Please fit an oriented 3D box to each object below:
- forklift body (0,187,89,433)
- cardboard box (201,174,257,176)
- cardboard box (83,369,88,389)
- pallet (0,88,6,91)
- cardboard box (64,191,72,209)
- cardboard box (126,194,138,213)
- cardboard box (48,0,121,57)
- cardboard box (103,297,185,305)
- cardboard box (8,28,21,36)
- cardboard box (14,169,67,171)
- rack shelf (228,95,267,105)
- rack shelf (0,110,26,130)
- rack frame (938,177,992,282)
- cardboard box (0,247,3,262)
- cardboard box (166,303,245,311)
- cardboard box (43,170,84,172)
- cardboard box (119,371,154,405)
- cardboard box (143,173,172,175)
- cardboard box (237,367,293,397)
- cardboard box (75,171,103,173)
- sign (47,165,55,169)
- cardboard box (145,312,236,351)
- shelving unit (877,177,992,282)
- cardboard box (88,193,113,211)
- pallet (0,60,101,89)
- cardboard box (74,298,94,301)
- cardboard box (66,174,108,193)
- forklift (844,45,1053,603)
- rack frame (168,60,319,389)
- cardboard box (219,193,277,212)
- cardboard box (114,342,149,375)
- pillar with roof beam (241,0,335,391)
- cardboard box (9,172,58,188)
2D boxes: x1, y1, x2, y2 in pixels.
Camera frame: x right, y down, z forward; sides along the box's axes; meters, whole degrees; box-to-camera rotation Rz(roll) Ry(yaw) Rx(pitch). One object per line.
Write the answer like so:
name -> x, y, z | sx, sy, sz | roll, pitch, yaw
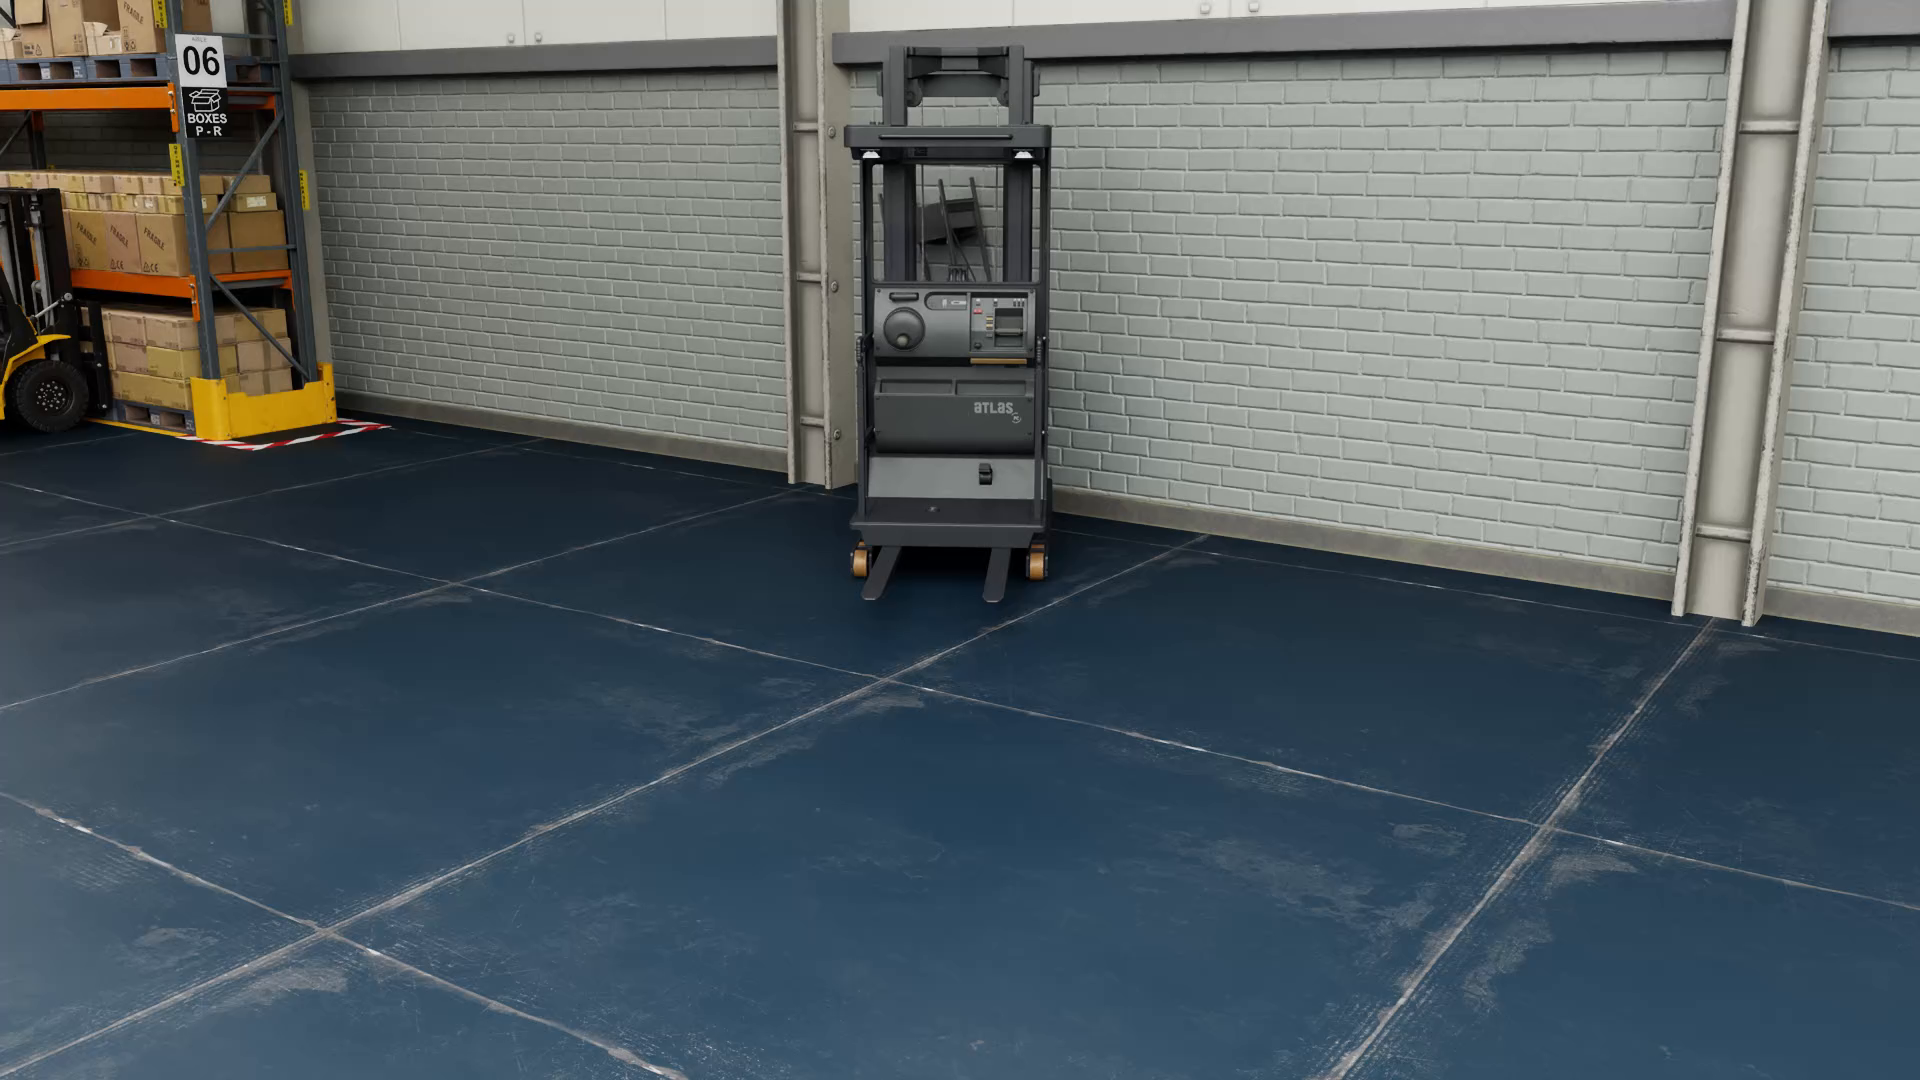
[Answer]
forklift body -> -8.488, -1.883, 13.453 | 1.214, 2.155, 2.313 | 9, 17, 33
cardboard box -> -6.242, -3.048, 14.216 | 0.250, 0.149, 0.380 | 10, 17, 35
cardboard box -> -7.724, -1.476, 14.892 | 0.500, 0.250, 0.500 | 10, 17, 35
pallet -> -9.955, -4.420, 16.090 | 1.217, 0.209, 0.805 | 8, 16, 31
cardboard box -> -7.575, -2.977, 14.548 | 0.250, 0.149, 0.380 | 9, 17, 32
cardboard box -> -6.750, -2.834, 13.970 | 0.250, 0.149, 0.380 | 10, 17, 34
cardboard box -> -7.194, -4.329, 14.037 | 0.500, 0.500, 0.700 | 9, 17, 33
cardboard box -> -7.437, -2.067, 15.196 | 0.500, 0.250, 0.500 | 9, 16, 32
cardboard box -> -8.661, -4.446, 14.901 | 0.500, 0.311, 0.500 | 10, 17, 34
cardboard box -> -8.782, -3.466, 15.905 | 0.250, 0.149, 0.380 | 9, 17, 33
rack shelf -> -7.556, -3.849, 14.585 | 3.687, 0.071, 0.831 | 9, 17, 33
rack shelf -> -10.875, -4.316, 16.770 | 4.000, 0.370, 1.077 | 9, 17, 33
rack frame -> 0.158, -1.310, 10.867 | 0.015, 2.100, 0.400 | -4, 10, 35
cardboard box -> -8.552, -2.811, 15.229 | 0.500, 0.500, 0.500 | 10, 17, 34
cardboard box -> -6.606, -1.927, 14.634 | 0.500, 0.250, 0.500 | 9, 17, 33
cardboard box -> -8.370, -3.391, 15.603 | 0.250, 0.149, 0.380 | 9, 17, 32
cardboard box -> -6.870, -1.342, 14.350 | 0.500, 0.250, 0.500 | 9, 17, 33
cardboard box -> -6.911, -3.141, 14.591 | 0.250, 0.149, 0.380 | 10, 17, 35
cardboard box -> -6.195, -1.378, 14.497 | 0.500, 0.250, 0.500 | 9, 17, 33
cardboard box -> -7.923, -3.331, 15.361 | 0.250, 0.149, 0.380 | 9, 16, 32
sign -> -8.907, -3.510, 16.294 | 0.005, 0.325, 0.100 | 9, 17, 33
cardboard box -> -6.453, -1.758, 13.951 | 0.500, 0.250, 0.500 | 10, 17, 35
shelving unit -> -0.040, -1.295, 11.008 | 0.503, 2.100, 0.431 | -4, 10, 35
cardboard box -> -7.197, -2.896, 14.220 | 0.250, 0.149, 0.380 | 9, 16, 31
pallet -> -8.493, -4.245, 15.169 | 1.213, 0.211, 1.003 | 9, 17, 33
cardboard box -> -8.151, -2.033, 15.060 | 0.500, 0.250, 0.500 | 10, 17, 35
cardboard box -> -7.426, -3.069, 14.302 | 0.250, 0.149, 0.380 | 10, 17, 34
forklift -> -0.042, -1.272, 9.361 | 1.130, 2.935, 3.031 | 1, 14, 4
rack frame -> -5.896, -2.404, 13.793 | 0.127, 3.000, 1.000 | 9, 17, 33
cardboard box -> -6.033, -2.865, 14.096 | 0.250, 0.149, 0.380 | 9, 16, 31
cardboard box -> -6.885, -1.588, 14.305 | 0.500, 0.250, 0.500 | 9, 17, 32
pillar with roof beam -> -8.374, -4.731, 10.708 | 0.400, 9.000, 9.100 | 9, 17, 33
cardboard box -> -8.246, -3.213, 14.882 | 0.250, 0.149, 0.380 | 9, 16, 32
